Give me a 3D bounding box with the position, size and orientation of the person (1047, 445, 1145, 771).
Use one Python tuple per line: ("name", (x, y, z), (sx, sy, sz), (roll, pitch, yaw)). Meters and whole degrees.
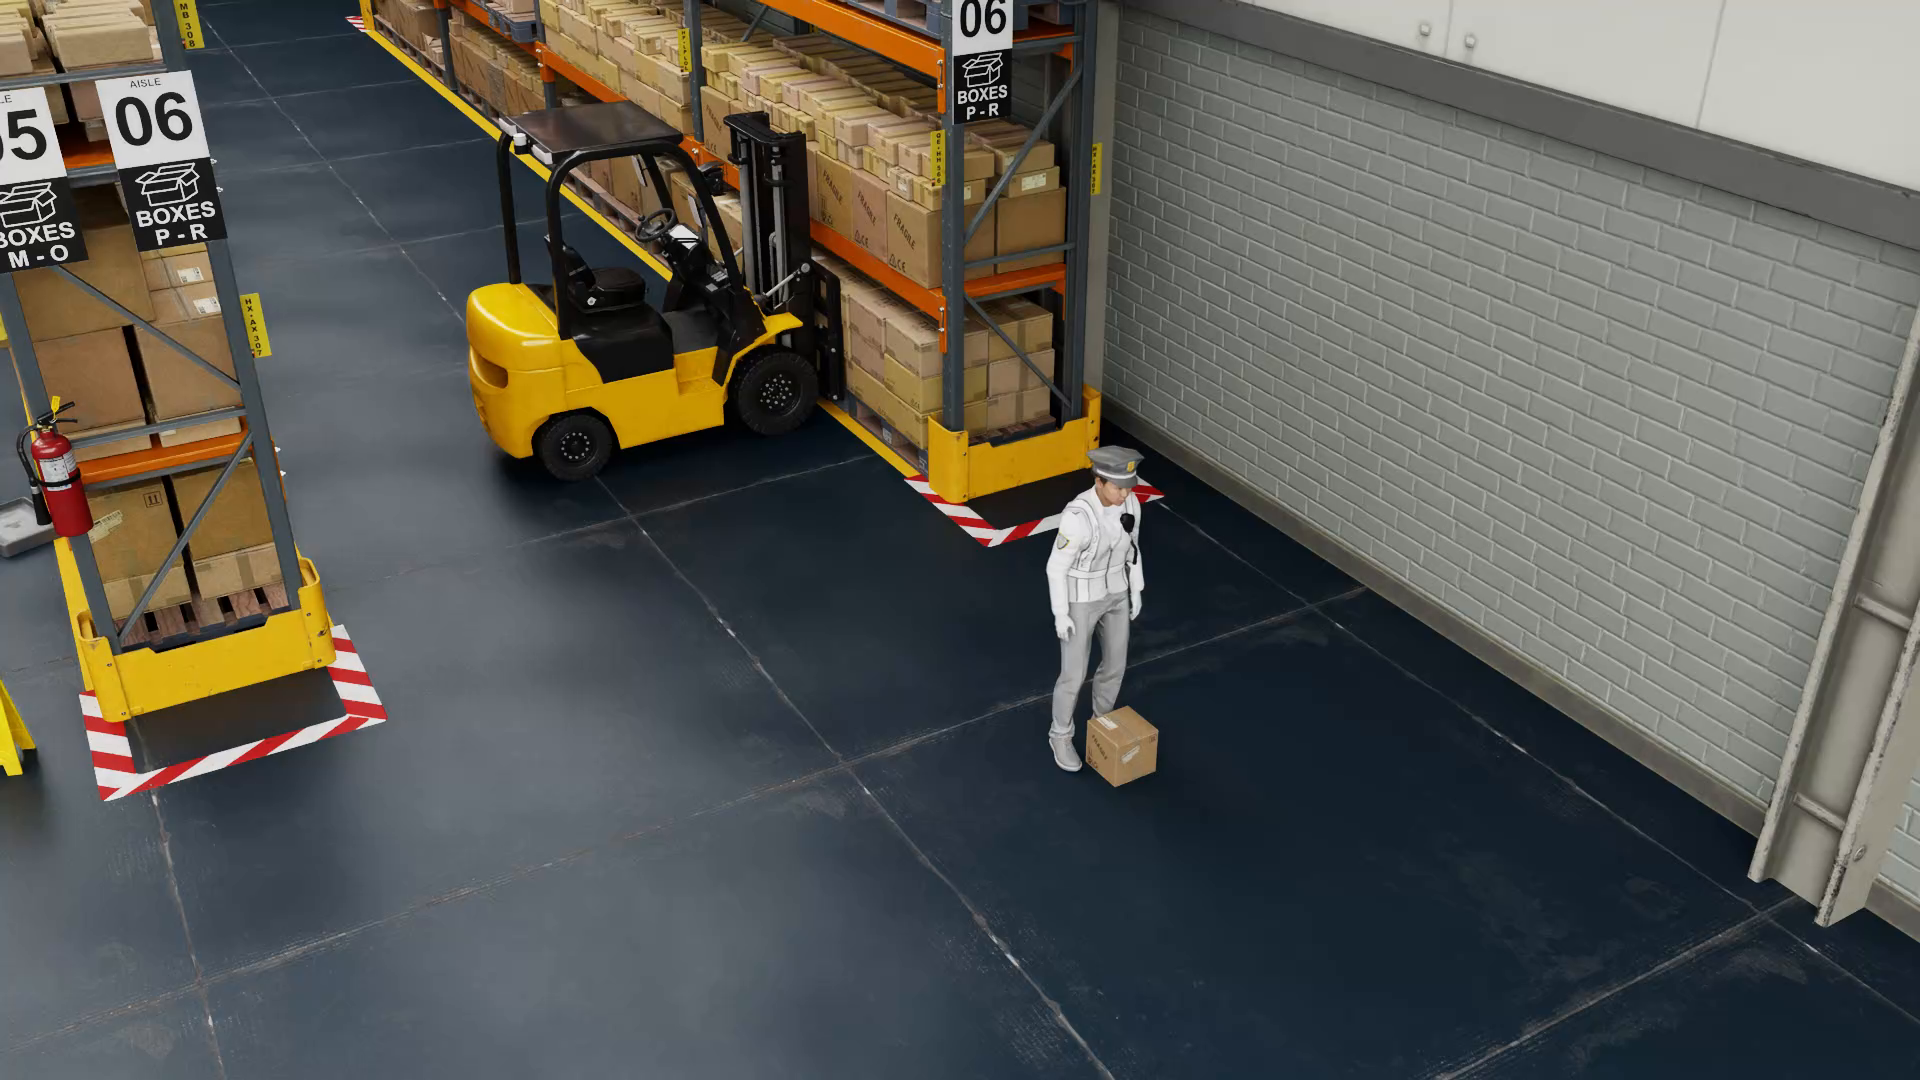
("person", (0.660, 0.299, 8.017), (0.528, 1.663, 0.372), (-17, 33, -28))
